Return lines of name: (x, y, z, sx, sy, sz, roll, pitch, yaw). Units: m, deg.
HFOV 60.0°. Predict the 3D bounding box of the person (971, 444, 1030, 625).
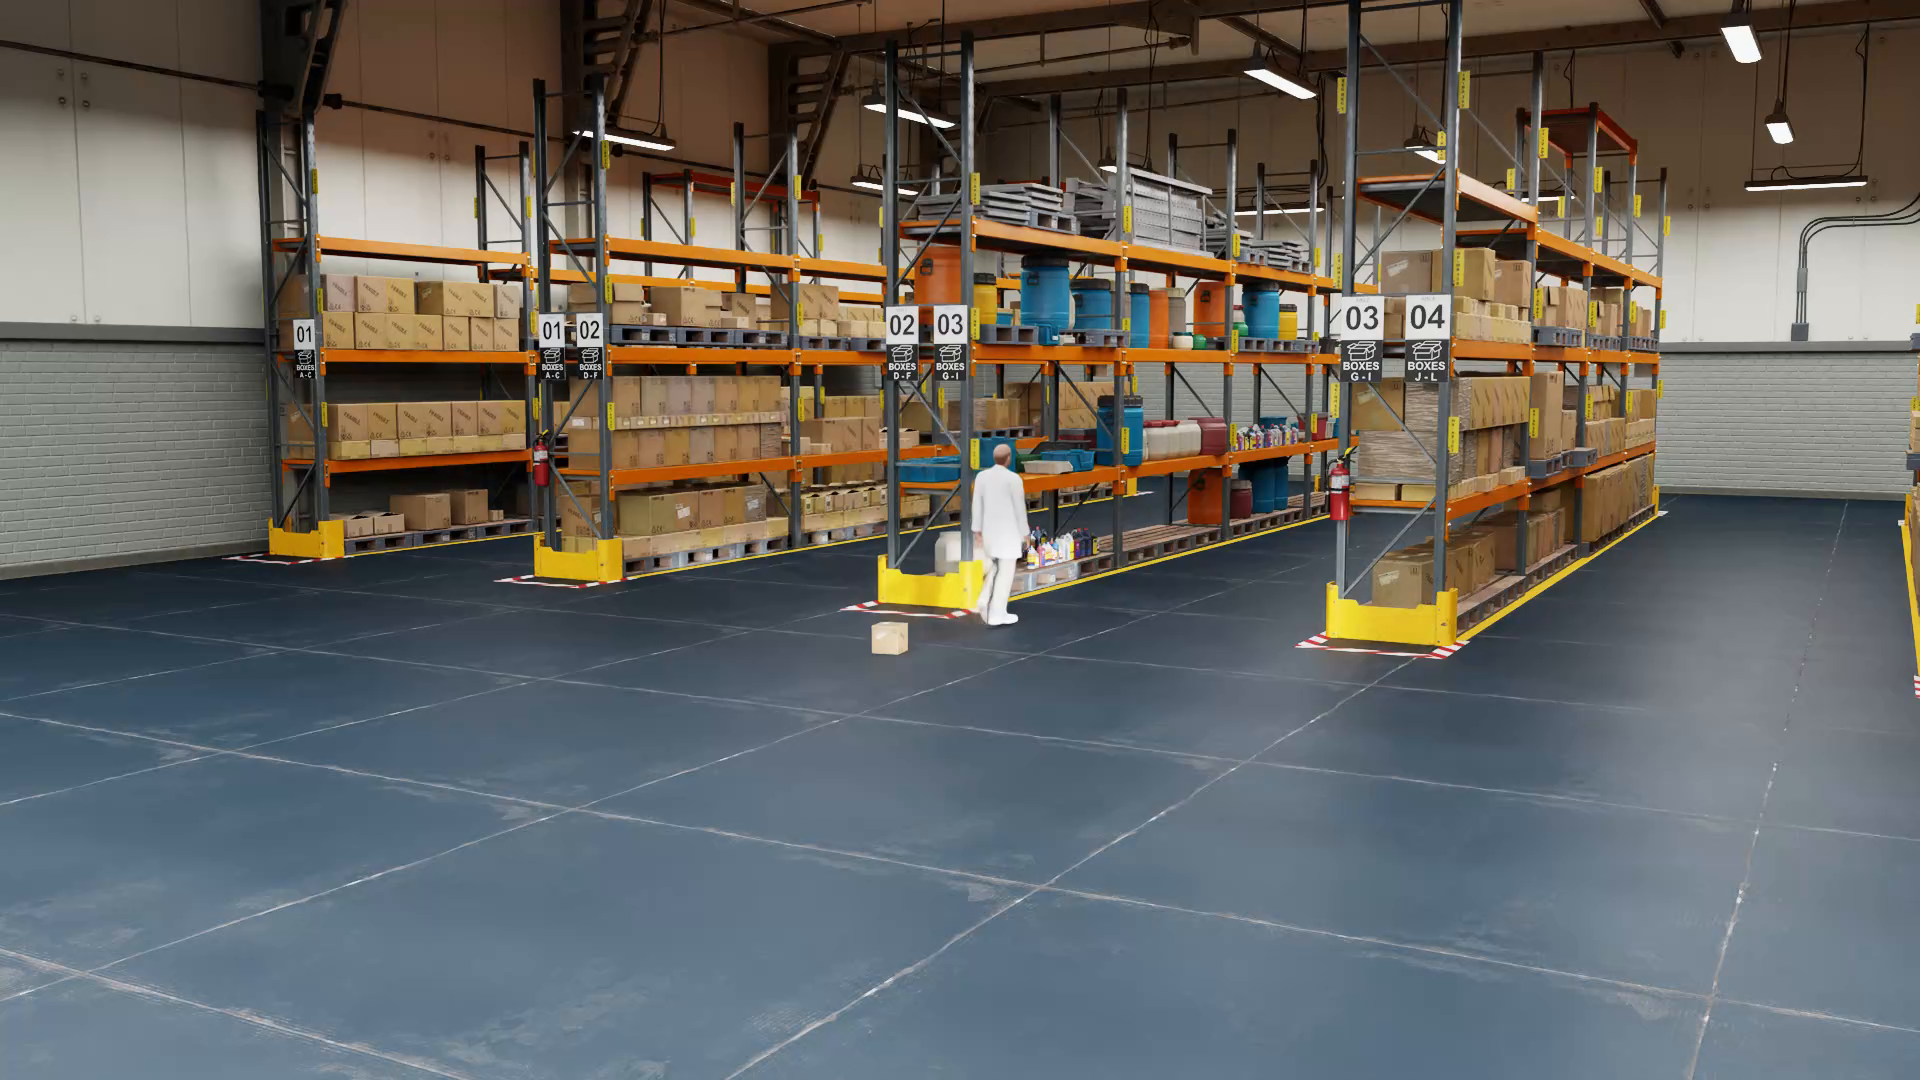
person: (0.416, -0.045, 16.372, 0.587, 1.805, 0.480, 5, 8, 41)
